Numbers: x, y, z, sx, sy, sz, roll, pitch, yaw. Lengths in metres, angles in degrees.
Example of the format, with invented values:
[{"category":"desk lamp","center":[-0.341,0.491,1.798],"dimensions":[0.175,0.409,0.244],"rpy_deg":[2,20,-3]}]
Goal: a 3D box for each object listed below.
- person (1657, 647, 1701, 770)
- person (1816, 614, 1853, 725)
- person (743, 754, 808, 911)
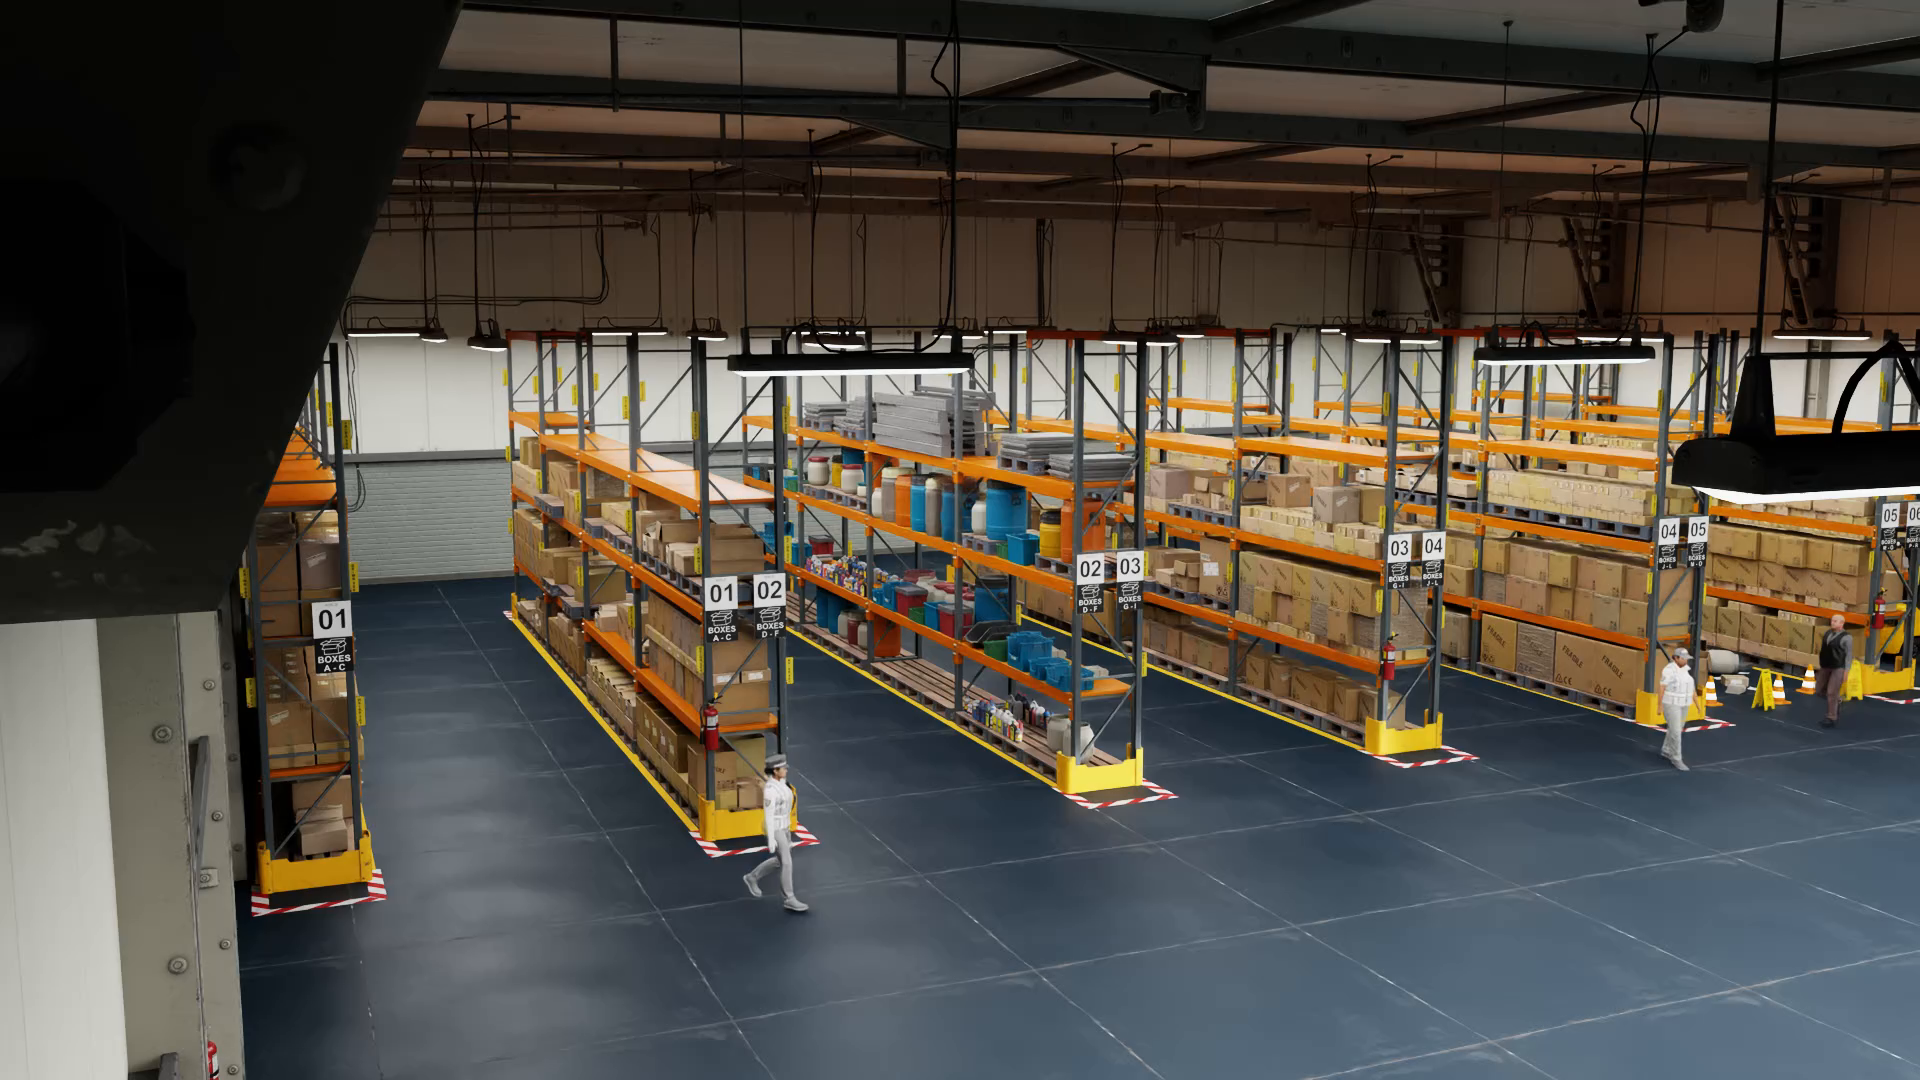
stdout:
[{"category":"person","center":[10.127,2.344,23.413],"dimensions":[0.534,1.685,0.652],"rpy_deg":[-3,8,-23]},{"category":"person","center":[13.547,1.987,25.687],"dimensions":[0.709,1.708,0.541],"rpy_deg":[-4,9,-24]},{"category":"person","center":[-1.968,3.091,17.785],"dimensions":[0.771,1.655,0.535],"rpy_deg":[2,8,12]}]
